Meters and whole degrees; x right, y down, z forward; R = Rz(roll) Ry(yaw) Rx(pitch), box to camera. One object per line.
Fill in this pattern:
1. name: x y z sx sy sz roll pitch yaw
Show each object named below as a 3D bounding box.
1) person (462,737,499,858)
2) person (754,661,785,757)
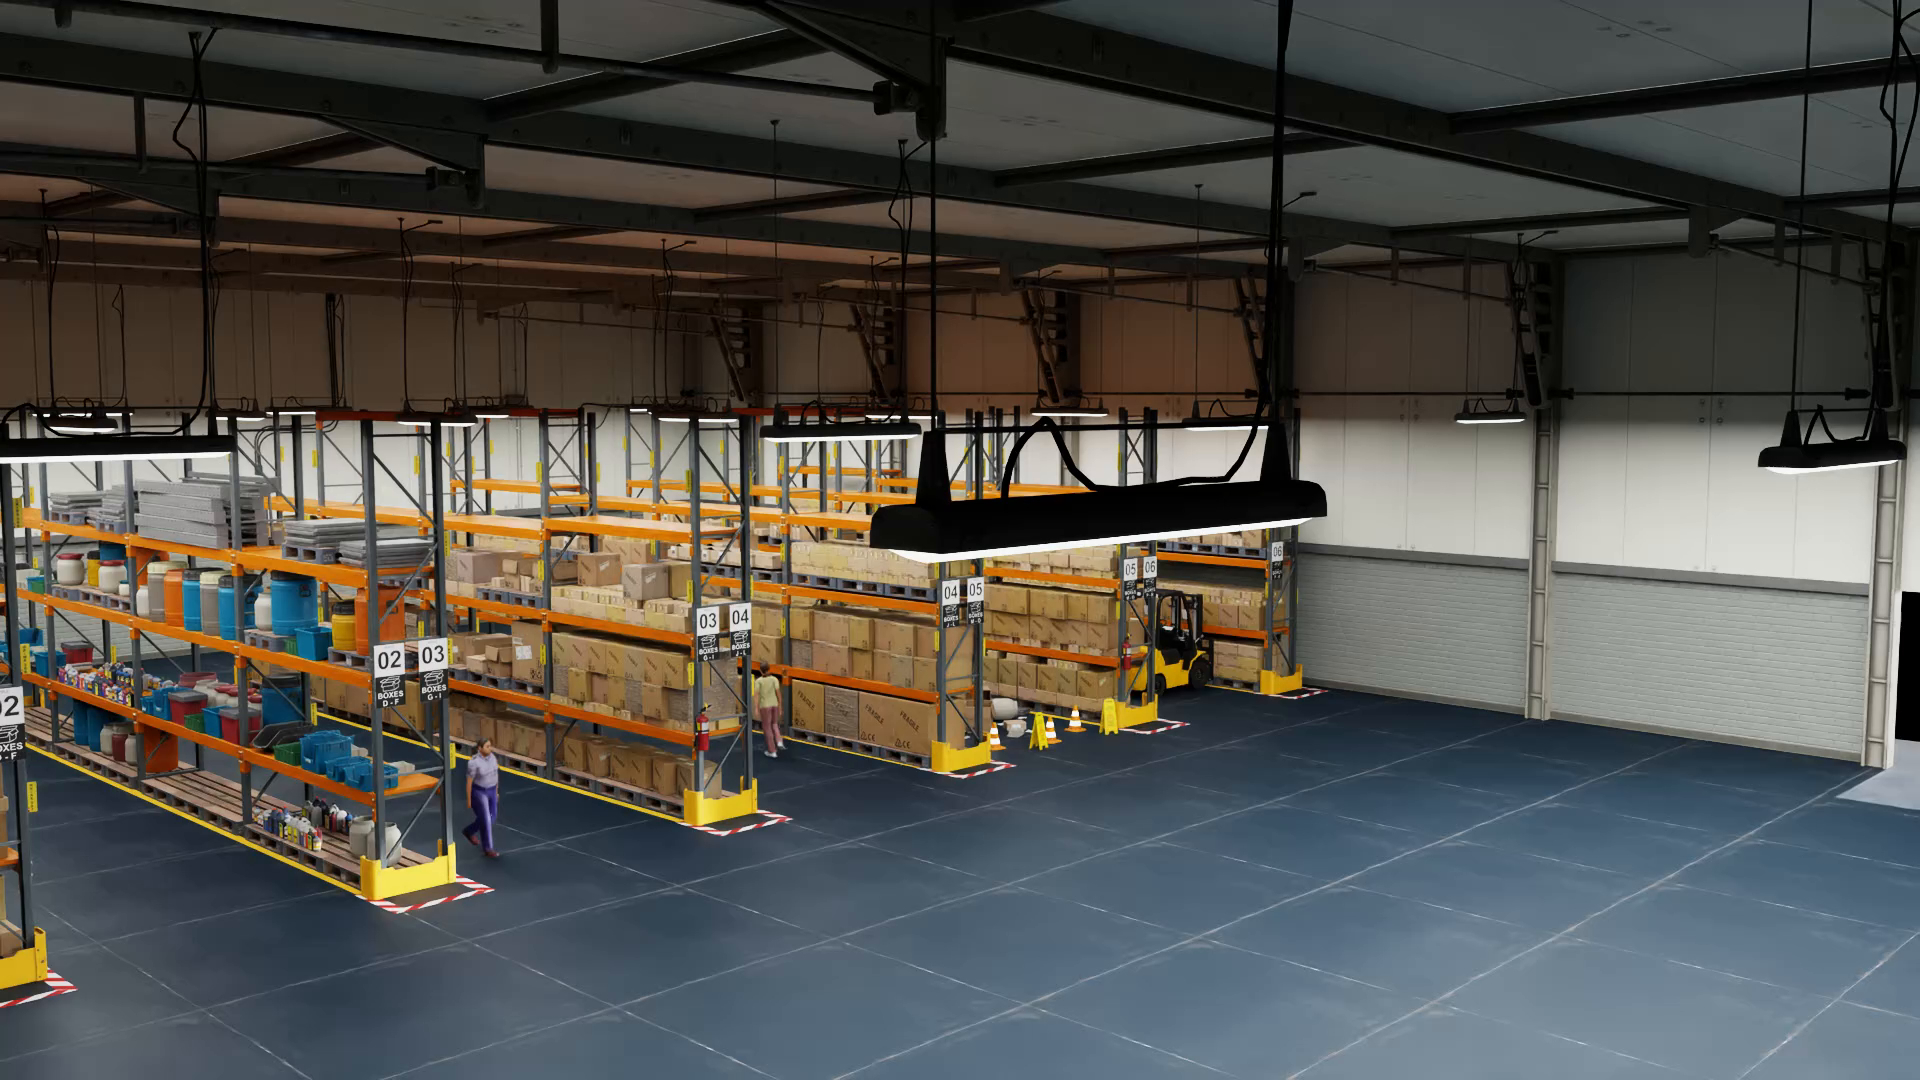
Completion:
1. person: -6.579 3.497 22.882 0.900 1.608 0.514 3 6 29
2. person: -3.312 2.933 28.934 0.515 1.662 0.472 -4 6 -37
